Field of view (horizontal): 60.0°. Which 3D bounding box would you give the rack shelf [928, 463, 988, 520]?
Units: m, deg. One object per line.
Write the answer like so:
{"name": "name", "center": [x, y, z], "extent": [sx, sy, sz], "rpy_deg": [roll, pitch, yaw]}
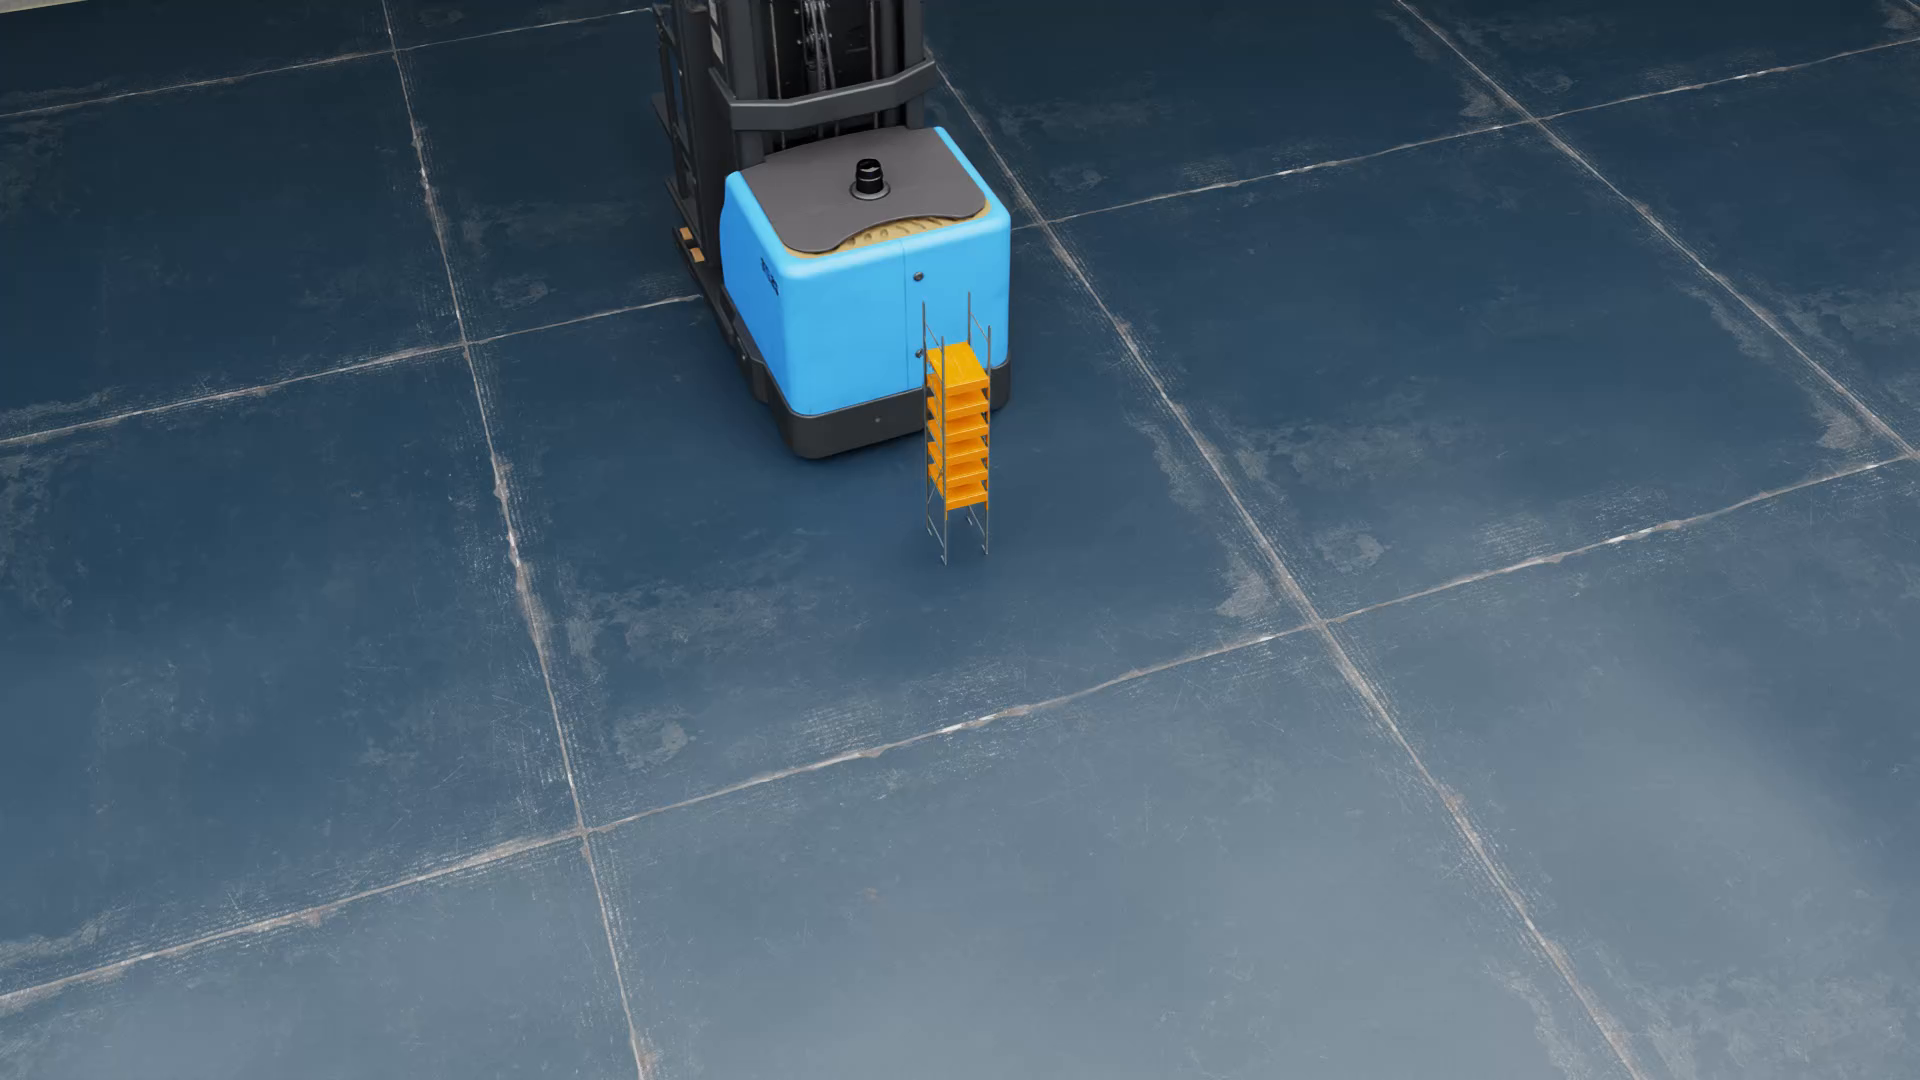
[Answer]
{"name": "rack shelf", "center": [-0.014, -0.219, 6.832], "extent": [0.180, 0.103, 0.258], "rpy_deg": [-14, 47, -14]}

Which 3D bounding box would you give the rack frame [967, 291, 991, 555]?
{"name": "rack frame", "center": [0.072, -0.442, 6.653], "extent": [0.006, 1.200, 0.240], "rpy_deg": [-14, 47, -14]}

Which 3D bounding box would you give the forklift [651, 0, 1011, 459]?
{"name": "forklift", "center": [-0.811, -2.449, 7.431], "extent": [1.130, 2.935, 3.031], "rpy_deg": [-17, 47, -16]}

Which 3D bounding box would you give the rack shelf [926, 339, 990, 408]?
{"name": "rack shelf", "center": [-0.014, -0.643, 6.407], "extent": [0.180, 0.103, 0.258], "rpy_deg": [-14, 47, -14]}

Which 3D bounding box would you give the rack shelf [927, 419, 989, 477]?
{"name": "rack shelf", "center": [-0.014, -0.389, 6.662], "extent": [0.180, 0.103, 0.258], "rpy_deg": [-14, 47, -14]}

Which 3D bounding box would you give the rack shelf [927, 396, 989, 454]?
{"name": "rack shelf", "center": [-0.014, -0.473, 6.577], "extent": [0.180, 0.103, 0.258], "rpy_deg": [-14, 47, -14]}

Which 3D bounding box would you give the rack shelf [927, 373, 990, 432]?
{"name": "rack shelf", "center": [-0.014, -0.558, 6.492], "extent": [0.180, 0.103, 0.258], "rpy_deg": [-14, 47, -14]}

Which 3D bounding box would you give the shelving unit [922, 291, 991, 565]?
{"name": "shelving unit", "center": [-0.014, -0.420, 6.631], "extent": [0.189, 1.200, 0.258], "rpy_deg": [-14, 47, -14]}

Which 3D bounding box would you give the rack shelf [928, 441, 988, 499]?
{"name": "rack shelf", "center": [-0.014, -0.304, 6.747], "extent": [0.180, 0.103, 0.258], "rpy_deg": [-14, 47, -14]}

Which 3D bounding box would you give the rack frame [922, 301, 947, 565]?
{"name": "rack frame", "center": [-0.100, -0.398, 6.609], "extent": [0.006, 1.200, 0.240], "rpy_deg": [-14, 47, -14]}
